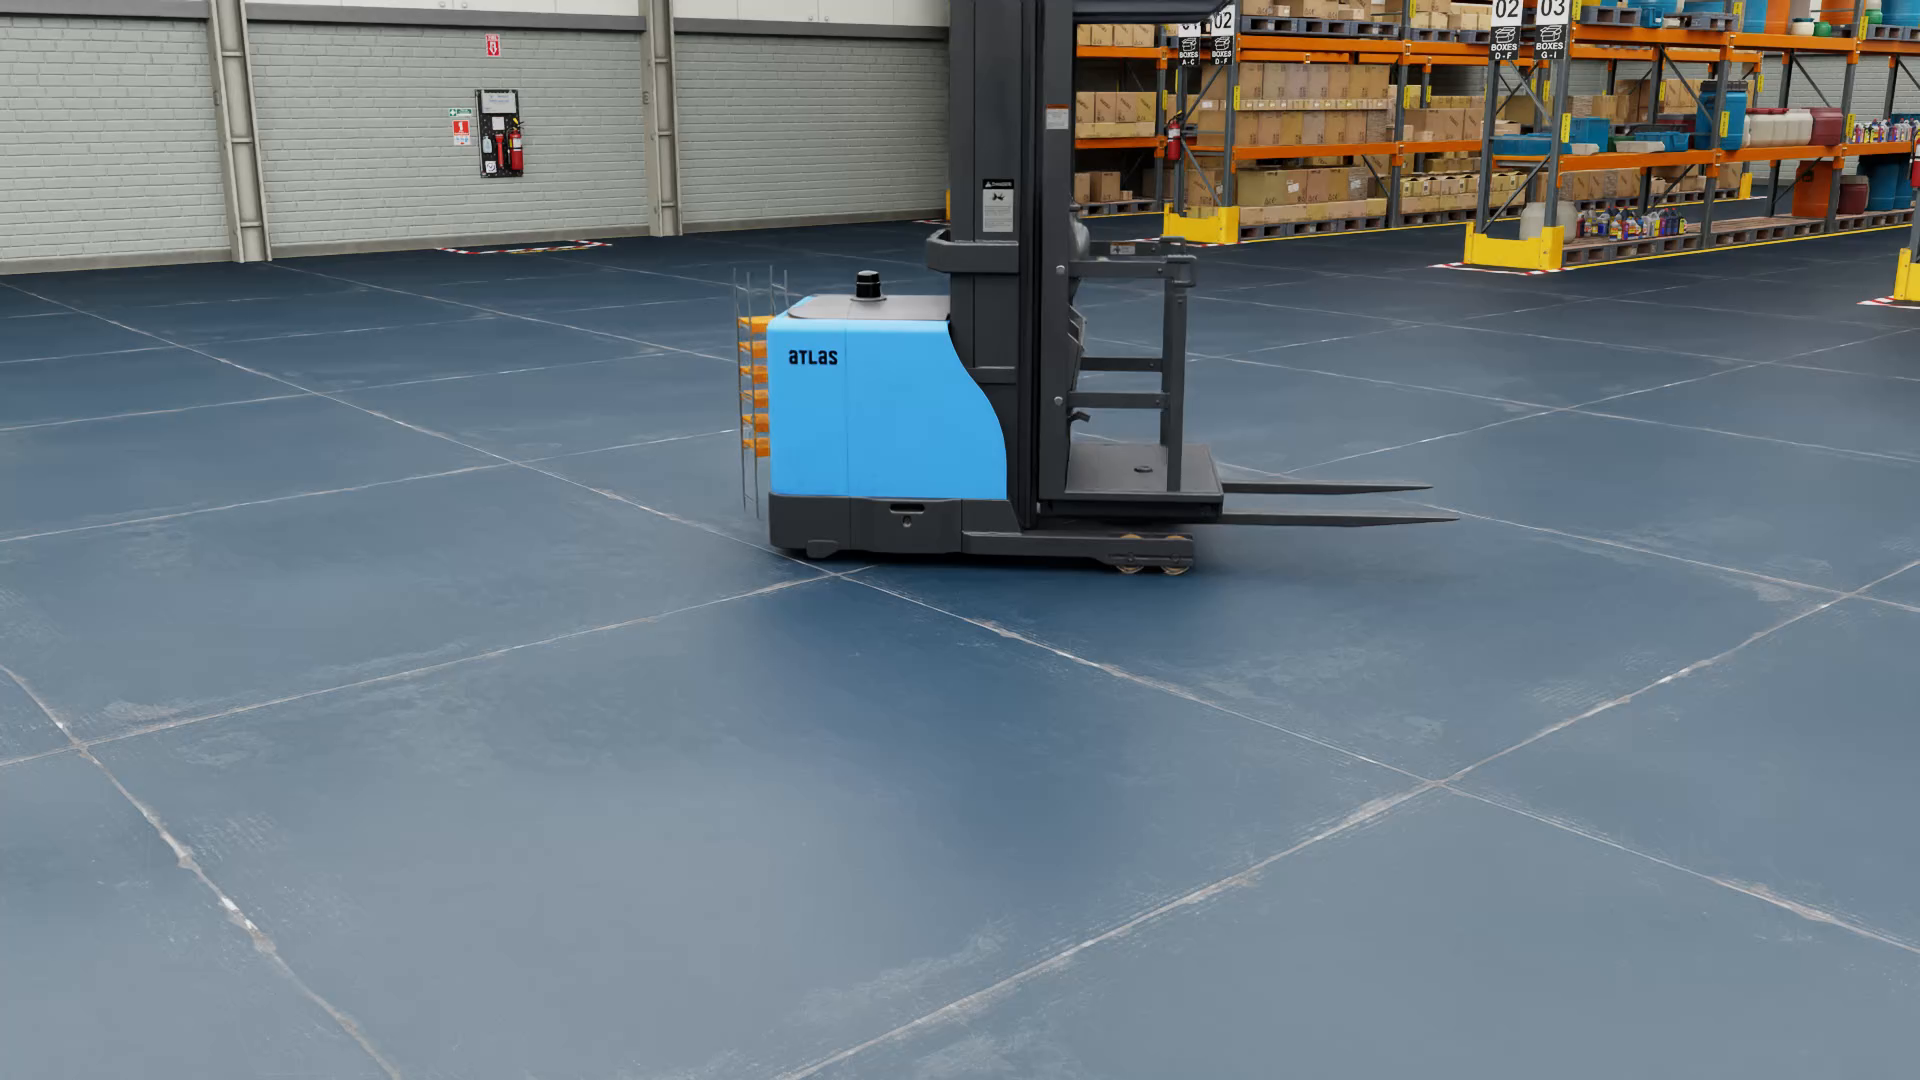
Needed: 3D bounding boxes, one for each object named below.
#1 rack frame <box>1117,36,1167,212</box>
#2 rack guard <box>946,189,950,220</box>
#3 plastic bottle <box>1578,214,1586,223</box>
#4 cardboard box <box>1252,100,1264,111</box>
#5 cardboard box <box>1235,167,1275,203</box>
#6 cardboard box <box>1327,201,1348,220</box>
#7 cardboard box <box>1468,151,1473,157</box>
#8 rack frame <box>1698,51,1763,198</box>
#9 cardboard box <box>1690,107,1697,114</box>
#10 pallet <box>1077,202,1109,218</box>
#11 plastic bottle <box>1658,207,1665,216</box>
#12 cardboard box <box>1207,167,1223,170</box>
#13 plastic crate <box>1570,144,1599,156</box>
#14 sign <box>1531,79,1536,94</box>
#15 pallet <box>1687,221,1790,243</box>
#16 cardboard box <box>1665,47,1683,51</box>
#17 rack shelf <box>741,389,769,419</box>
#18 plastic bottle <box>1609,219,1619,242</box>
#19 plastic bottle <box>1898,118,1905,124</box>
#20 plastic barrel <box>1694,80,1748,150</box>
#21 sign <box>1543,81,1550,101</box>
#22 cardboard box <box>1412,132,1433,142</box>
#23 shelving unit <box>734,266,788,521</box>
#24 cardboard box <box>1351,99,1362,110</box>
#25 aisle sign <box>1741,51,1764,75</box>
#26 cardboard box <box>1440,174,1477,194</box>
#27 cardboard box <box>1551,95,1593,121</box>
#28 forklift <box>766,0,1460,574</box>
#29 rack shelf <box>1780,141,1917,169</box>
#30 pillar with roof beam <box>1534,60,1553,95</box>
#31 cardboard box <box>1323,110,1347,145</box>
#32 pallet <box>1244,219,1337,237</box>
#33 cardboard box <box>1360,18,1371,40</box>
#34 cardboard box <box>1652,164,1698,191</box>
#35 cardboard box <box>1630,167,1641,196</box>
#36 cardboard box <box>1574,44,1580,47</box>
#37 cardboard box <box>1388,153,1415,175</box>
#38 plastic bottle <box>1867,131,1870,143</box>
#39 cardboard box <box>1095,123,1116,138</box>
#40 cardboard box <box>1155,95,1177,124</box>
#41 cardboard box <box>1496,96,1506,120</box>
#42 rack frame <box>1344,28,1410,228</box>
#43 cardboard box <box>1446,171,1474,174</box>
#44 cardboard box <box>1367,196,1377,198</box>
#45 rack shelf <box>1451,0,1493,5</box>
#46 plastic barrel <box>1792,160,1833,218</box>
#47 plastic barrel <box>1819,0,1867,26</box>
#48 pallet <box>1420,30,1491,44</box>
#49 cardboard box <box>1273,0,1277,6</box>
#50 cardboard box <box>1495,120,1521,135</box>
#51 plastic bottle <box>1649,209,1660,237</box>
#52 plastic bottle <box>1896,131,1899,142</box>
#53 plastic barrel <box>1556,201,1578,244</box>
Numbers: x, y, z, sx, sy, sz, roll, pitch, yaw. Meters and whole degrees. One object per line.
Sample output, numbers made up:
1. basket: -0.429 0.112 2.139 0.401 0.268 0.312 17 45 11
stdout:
1. rack frame: 3.215 -7.382 29.575 0.127 3.000 1.000 -13 19 -39
2. rack guard: 0.255 -5.510 27.409 0.348 0.500 1.175 -13 19 -39
3. plastic bottle: 8.112 -4.130 21.825 0.135 0.276 0.152 -13 20 -41
4. cardboard box: 4.087 -6.173 23.595 0.250 0.149 0.380 -13 20 -41
5. cardboard box: 4.406 -5.299 24.836 0.500 0.500 0.500 -13 19 -39
6. cardboard box: 5.512 -5.002 25.177 0.500 0.250 0.500 -13 19 -39
7. cardboard box: 11.006 -8.474 36.437 0.250 0.149 0.380 -12 19 -39
8. rack frame: 15.522 -8.452 33.578 0.127 3.000 1.000 -13 19 -39
9. cardboard box: 13.831 -8.027 31.796 0.500 0.500 0.500 -13 20 -40
10. pallet: 1.811 -5.707 28.706 1.213 0.211 1.003 -13 19 -39
11. plastic bottle: 9.327 -4.249 22.127 0.185 0.351 0.144 -13 19 -39
12. cardboard box: 4.528 -6.691 30.979 0.500 0.500 0.700 -12 19 -39
13. plastic crate: 7.587 -4.738 20.185 0.250 0.136 0.298 -13 19 -39
14. sign: 12.614 -9.981 36.602 0.005 0.325 0.100 -13 19 -39
15. pallet: 11.206 -4.455 24.019 1.213 0.211 1.003 -13 19 -39
16. cardboard box: 13.034 -9.185 30.801 0.500 0.250 0.500 -13 19 -39
17. rack shelf: -0.950 -0.668 8.098 0.180 0.103 0.258 -7 16 -23
18. plastic bottle: 8.273 -3.917 21.036 0.097 0.271 0.097 0 15 0
19. plastic bottle: 15.041 -6.562 26.601 0.185 0.351 0.144 -13 19 -39
20. plastic barrel: 10.209 -5.702 22.314 0.708 0.901 0.600 -13 19 -39
21. sign: 9.854 -7.548 27.952 0.005 0.325 0.100 -13 19 -39
22. cardboard box: 7.273 -6.408 26.413 0.250 0.149 0.380 -13 19 -39
23. shelving unit: -0.951 -0.711 8.086 0.189 1.200 0.258 -7 16 -23
24. cardboard box: 5.824 -6.562 25.052 0.250 0.149 0.380 -13 20 -39
25. aisle sign: 15.775 -9.659 33.062 0.004 0.787 0.394 -13 19 -39
26. cardboard box: 8.104 -5.846 27.252 0.500 0.311 0.500 -12 19 -38
27. cardboard box: 10.704 -7.594 29.360 0.500 0.500 0.700 -9 17 -29
28. forklift: 0.696 -1.412 7.357 3.031 2.935 1.130 1 15 5
29. rack shelf: 14.245 -6.123 26.253 4.000 0.370 1.077 -13 19 -39
30. pillar with roof beam: 16.563 -12.101 35.617 0.400 9.000 9.100 -13 19 -39
31. cardboard box: 5.365 -6.216 25.014 0.500 0.500 0.700 -12 19 -39
32. pallet: 4.922 -4.737 25.076 1.213 0.211 1.003 -13 19 -39
33. cardboard box: 7.717 -10.141 33.043 0.500 0.500 0.700 -13 20 -39
34. cardboard box: 13.919 -7.100 32.502 0.637 0.503 0.797 -13 19 -39
35. cardboard box: 12.321 -6.639 30.785 0.500 0.500 0.500 -13 20 -40
36. cardboard box: 10.179 -8.761 28.729 0.500 0.500 0.910 -13 19 -39
37. cardboard box: 8.845 -7.767 34.365 0.750 0.750 0.750 -12 19 -39
38. plastic bottle: 13.830 -6.161 25.388 0.097 0.201 0.097 0 15 0
39. cardboard box: 2.306 -7.009 28.431 0.500 0.250 0.500 -13 20 -40
40. cardboard box: 3.622 -7.723 29.804 0.500 0.500 0.700 -13 19 -39
41. cardboard box: 11.348 -9.346 36.347 0.700 0.700 0.980 -13 20 -40
42. rack frame: 6.470 -6.419 25.967 0.127 3.000 1.000 -13 19 -39
43. cardboard box: 8.509 -6.120 28.275 0.500 0.311 0.500 -13 20 -41
44. cardboard box: 6.592 -5.420 26.742 0.500 0.250 0.500 -13 20 -40
45. rack shelf: 10.759 -11.434 35.288 4.000 0.370 1.077 -13 19 -39
46. plastic barrel: 13.094 -5.372 25.440 0.708 0.830 0.600 -13 19 -39
47. plastic barrel: 13.166 -8.087 24.753 0.708 0.830 0.600 -13 19 -39
48. pallet: 8.192 -8.132 26.935 1.213 0.211 1.003 -12 19 -37
49. cardboard box: 4.567 -7.758 24.258 0.500 0.311 0.500 -10 18 -33
50. cardboard box: 9.184 -7.000 28.317 0.500 0.311 0.500 -11 19 -36
51. plastic bottle: 9.034 -4.134 21.695 0.185 0.351 0.144 -13 20 -40
52. plastic bottle: 14.667 -6.349 26.091 0.097 0.201 0.097 0 15 0
53. plastic barrel: 7.526 -3.988 20.876 0.421 0.512 0.421 0 15 0
